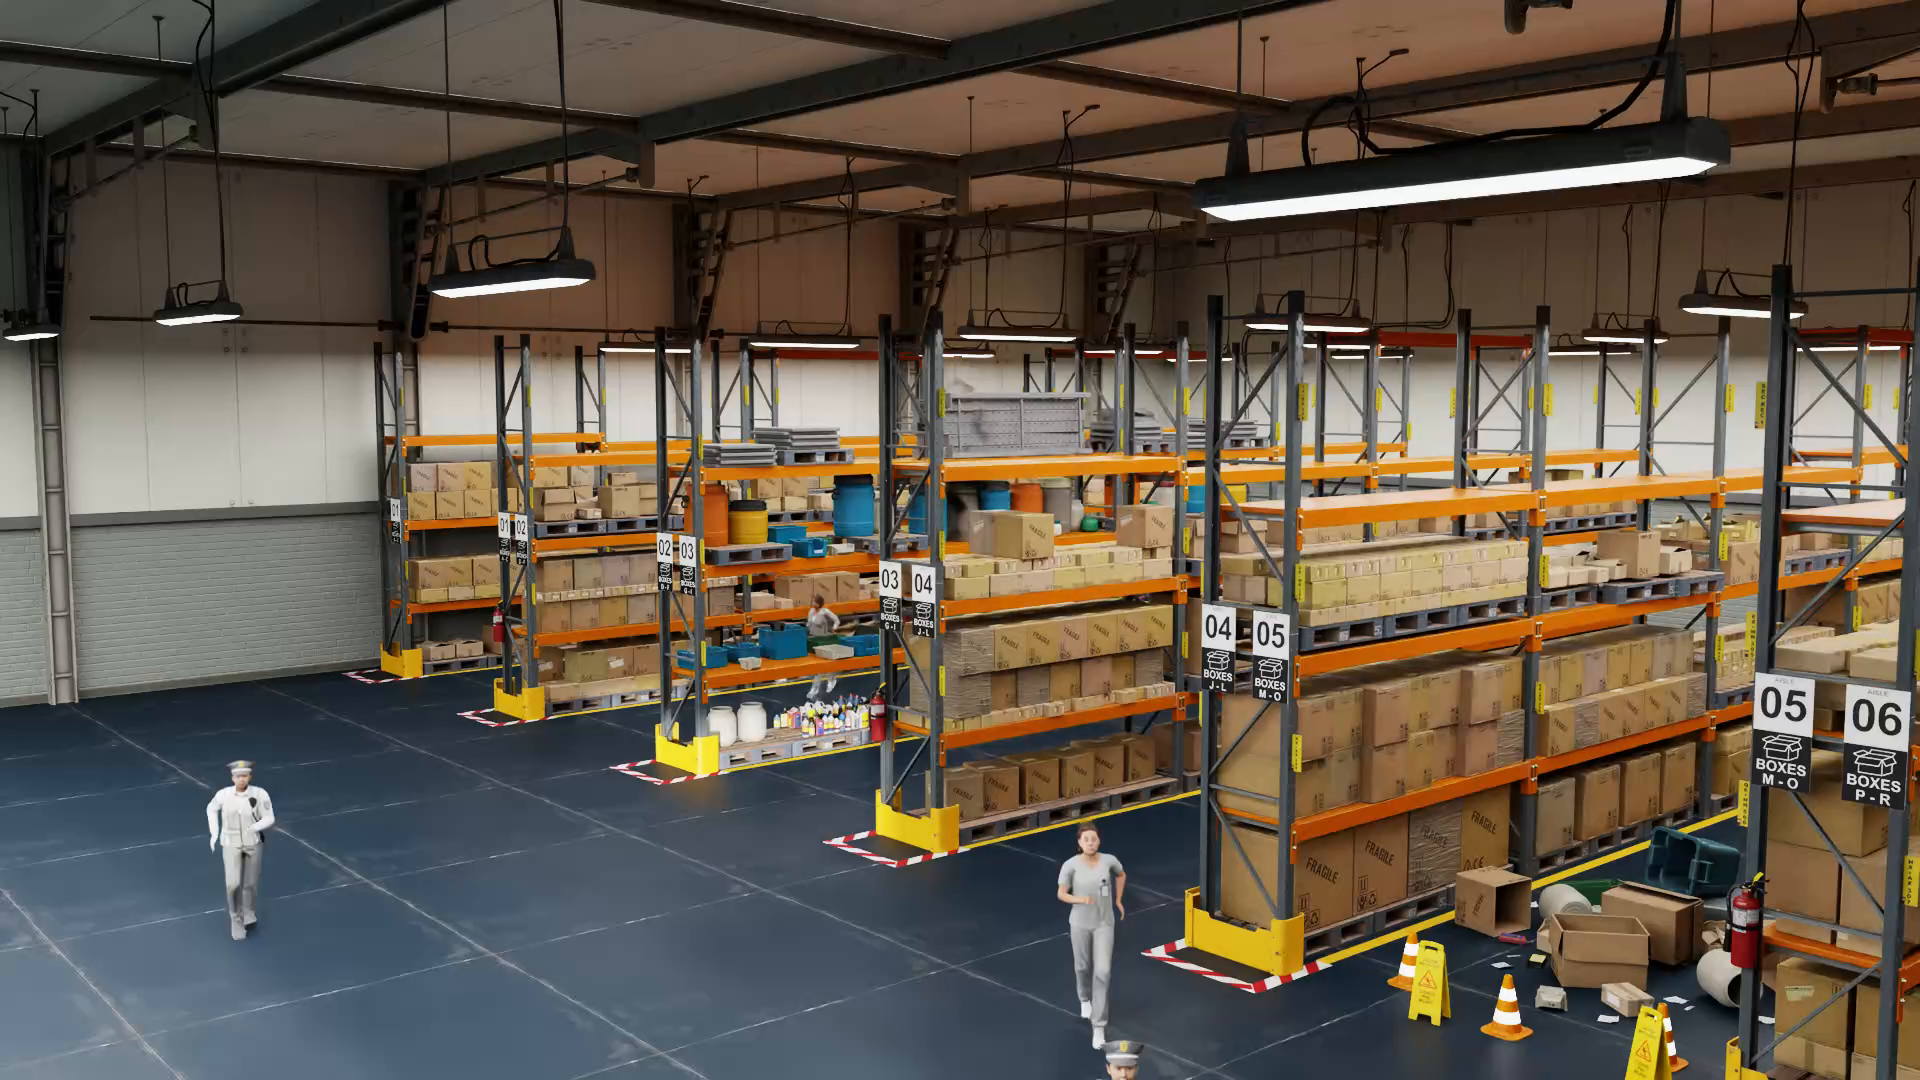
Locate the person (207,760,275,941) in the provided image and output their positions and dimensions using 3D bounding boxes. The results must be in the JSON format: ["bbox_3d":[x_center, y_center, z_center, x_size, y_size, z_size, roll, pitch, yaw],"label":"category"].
[{"bbox_3d":[-6.760,2.904,15.667,0.572,1.714,0.783,-2,6,-25],"label":"person"}]

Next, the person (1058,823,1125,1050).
[{"bbox_3d":[1.054,3.105,13.323,0.543,1.702,0.822,0,5,4],"label":"person"}]

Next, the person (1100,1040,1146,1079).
[{"bbox_3d":[0.861,3.514,9.031,0.592,1.653,0.528,0,5,-1],"label":"person"}]

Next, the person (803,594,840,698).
[{"bbox_3d":[-2.213,1.653,26.449,0.505,1.611,0.803,4,7,37],"label":"person"}]
